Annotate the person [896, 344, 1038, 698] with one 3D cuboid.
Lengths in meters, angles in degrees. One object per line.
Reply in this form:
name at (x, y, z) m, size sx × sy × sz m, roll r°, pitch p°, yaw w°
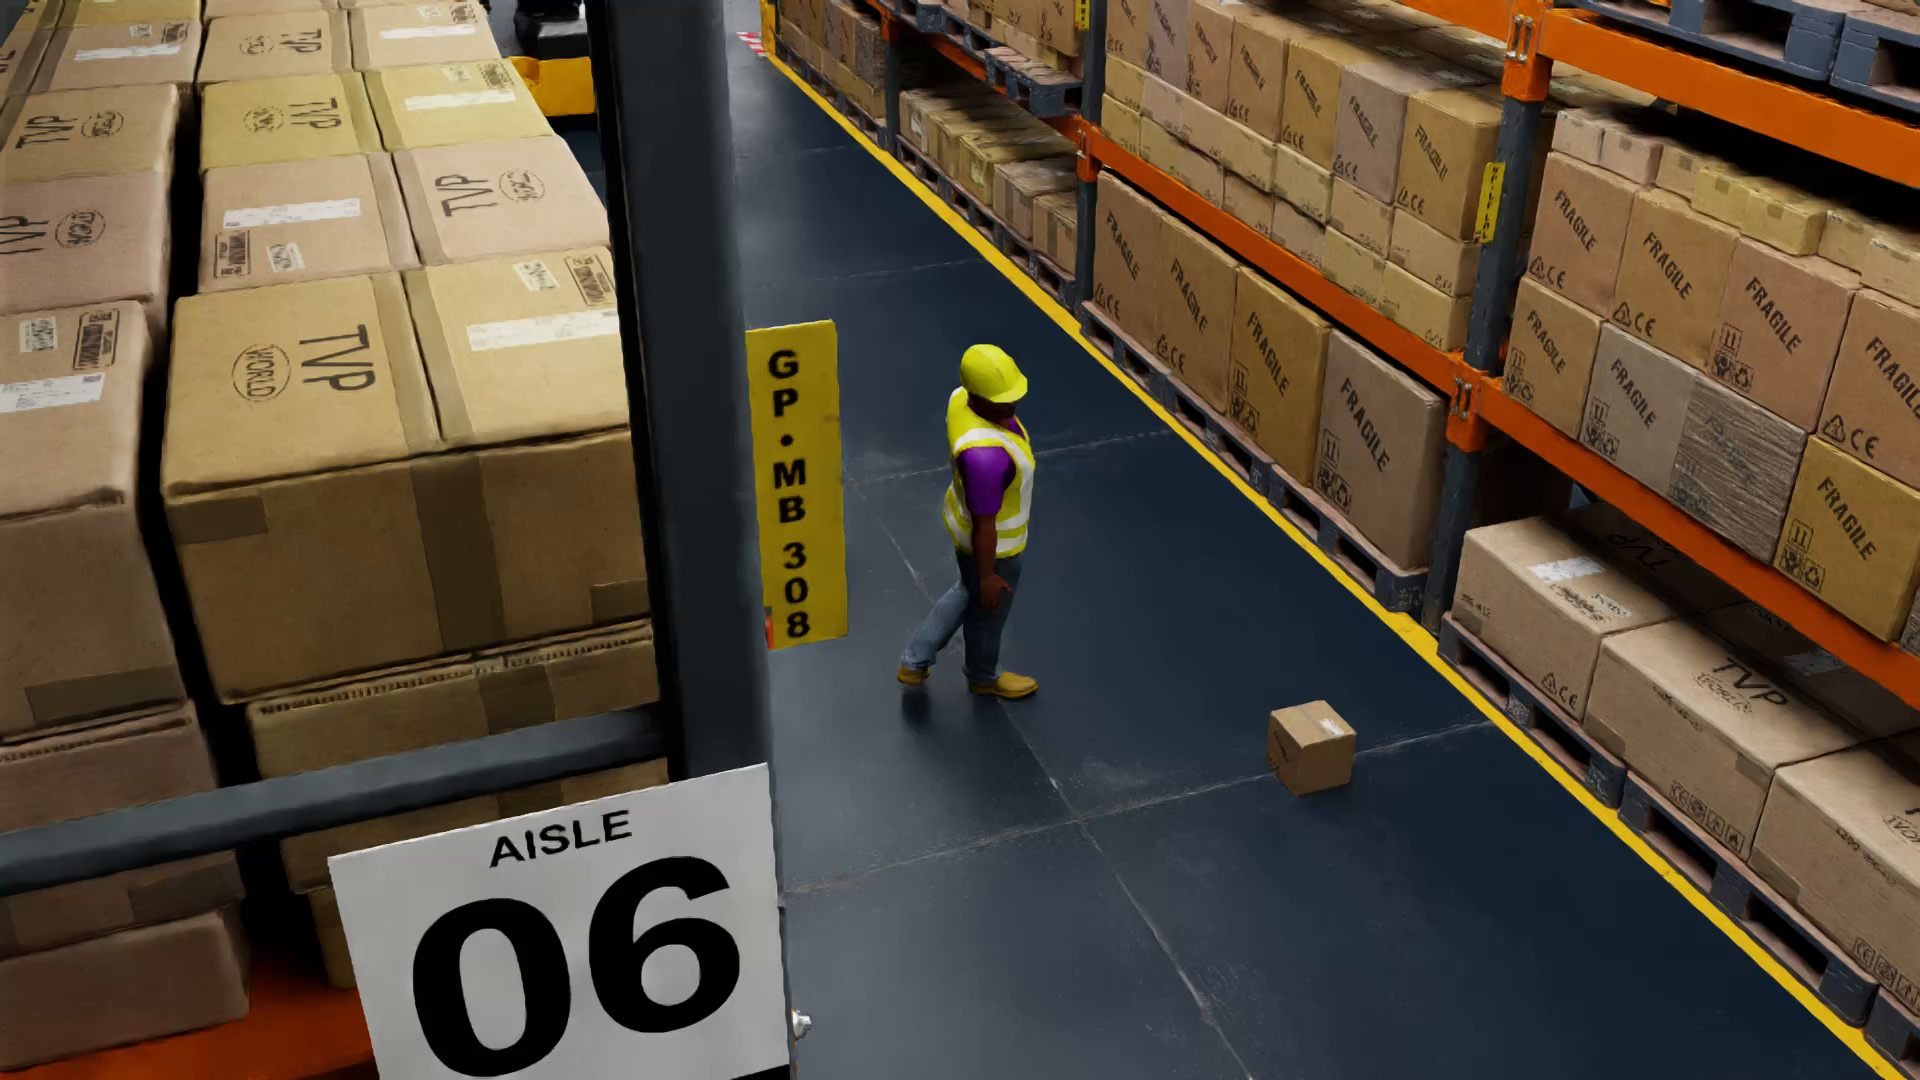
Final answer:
person at (0.054, -0.025, 6.681) m, size 0.622 × 1.738 × 0.622 m, roll -8°, pitch 31°, yaw -14°
